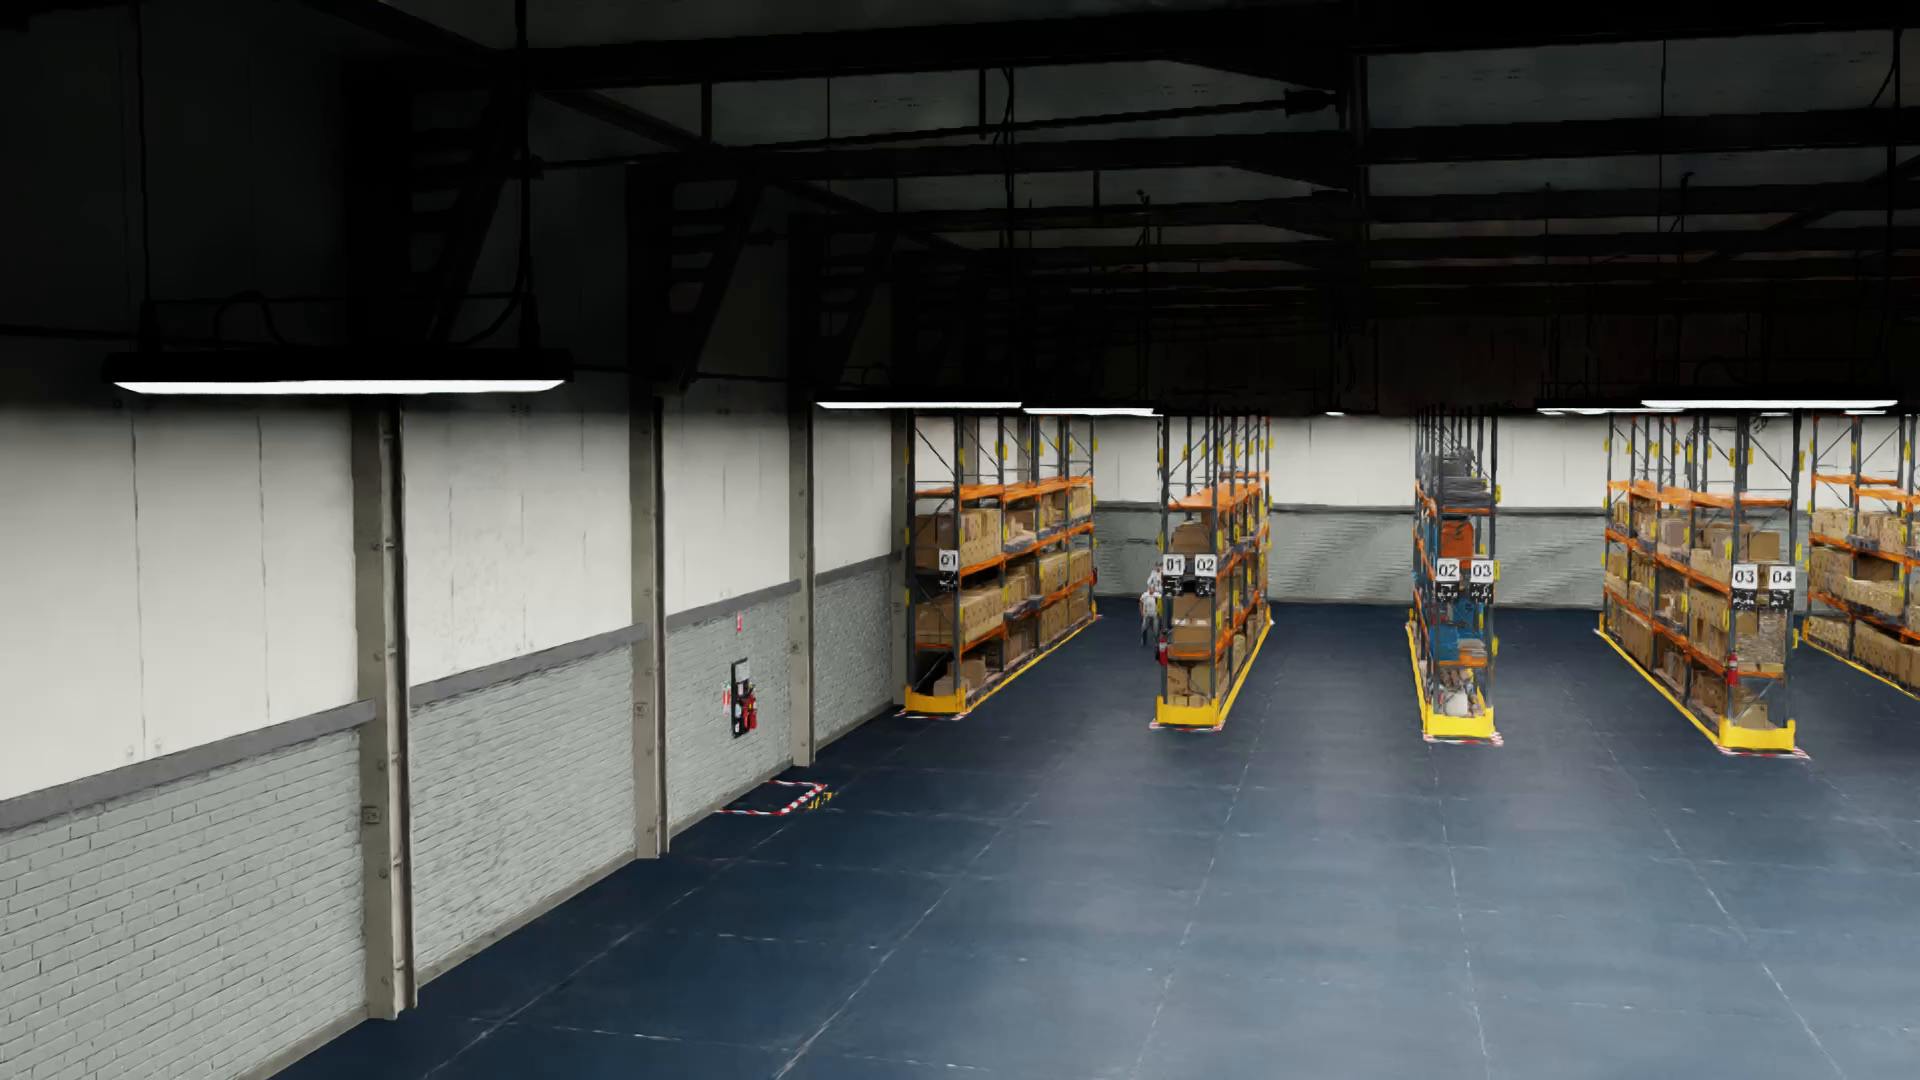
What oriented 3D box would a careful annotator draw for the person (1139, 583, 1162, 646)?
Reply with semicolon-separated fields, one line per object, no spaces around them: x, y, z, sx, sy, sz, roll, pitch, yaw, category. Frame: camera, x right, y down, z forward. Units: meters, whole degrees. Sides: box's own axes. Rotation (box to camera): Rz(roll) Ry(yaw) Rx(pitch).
4.821;1.876;41.915;0.625;1.611;0.575;1;4;12;person

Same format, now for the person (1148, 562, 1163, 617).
5.730;1.424;47.980;0.639;1.632;0.512;1;4;12;person
